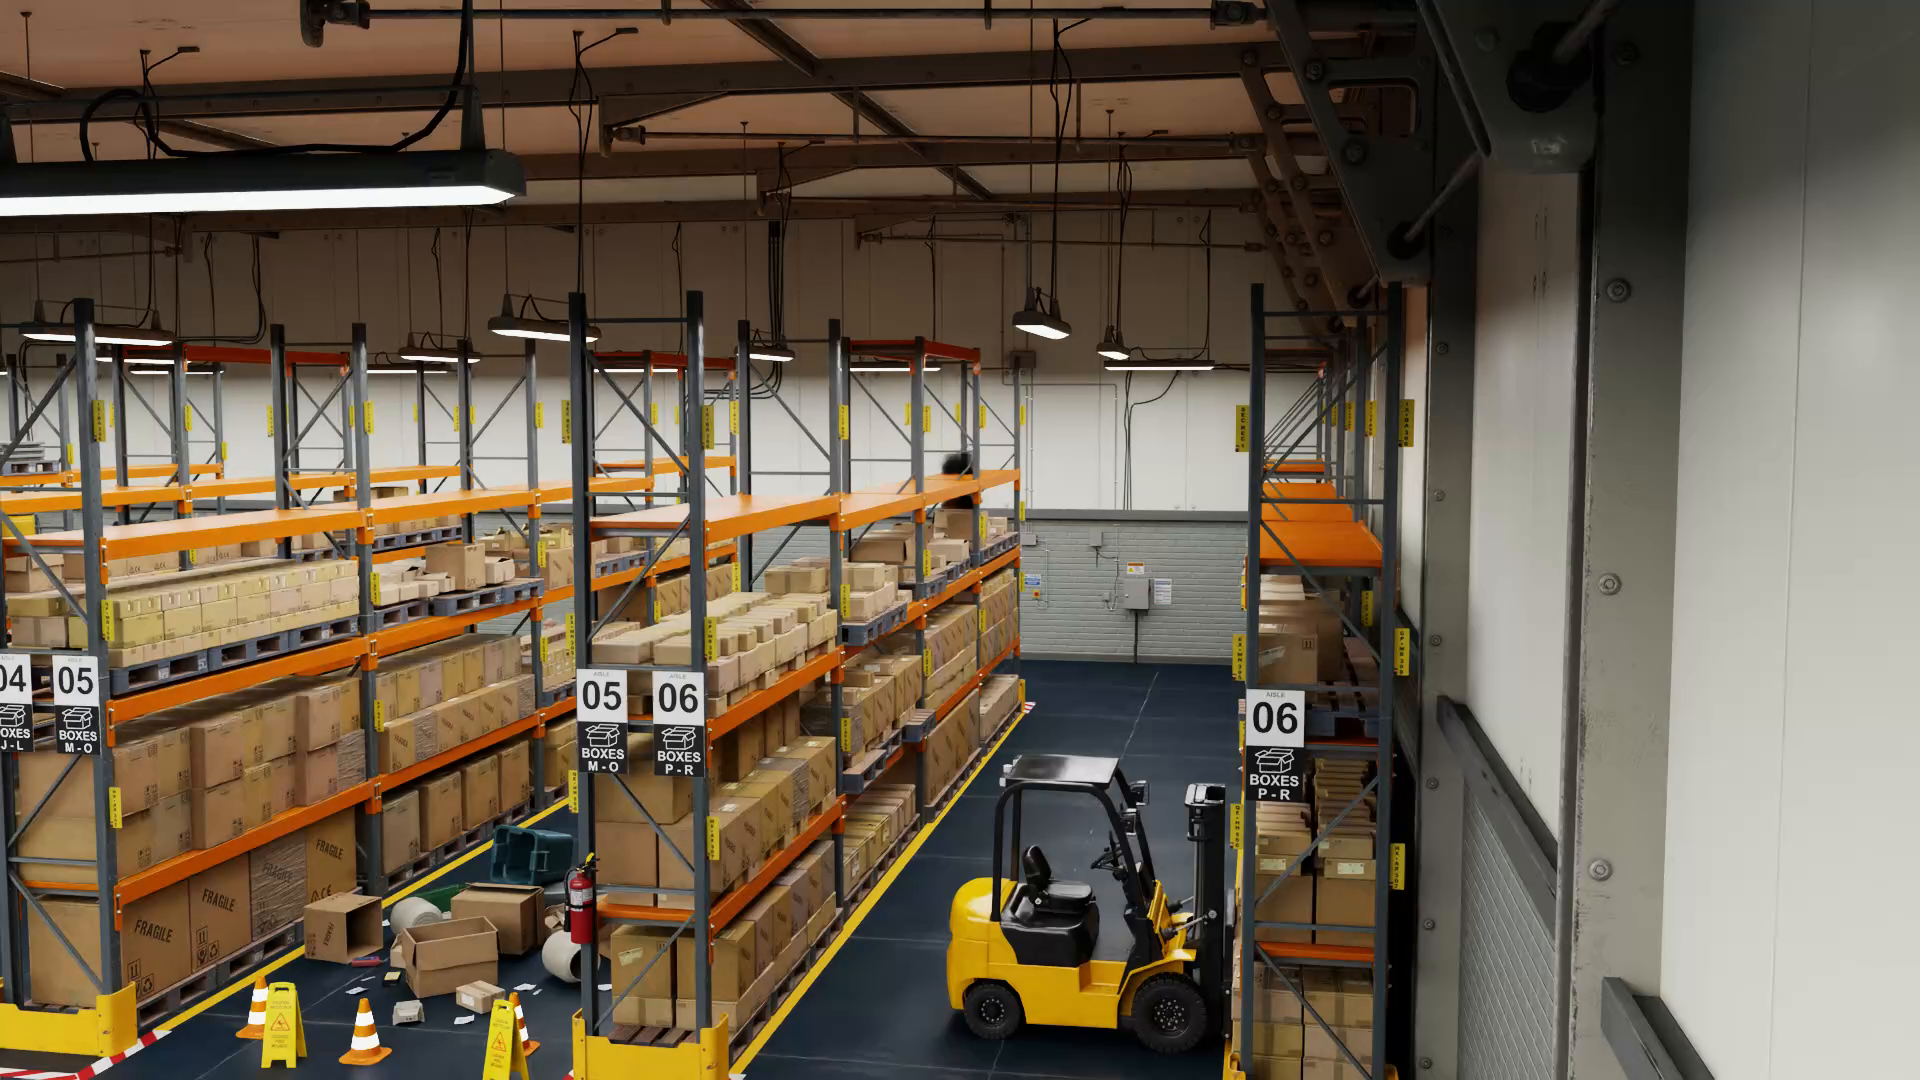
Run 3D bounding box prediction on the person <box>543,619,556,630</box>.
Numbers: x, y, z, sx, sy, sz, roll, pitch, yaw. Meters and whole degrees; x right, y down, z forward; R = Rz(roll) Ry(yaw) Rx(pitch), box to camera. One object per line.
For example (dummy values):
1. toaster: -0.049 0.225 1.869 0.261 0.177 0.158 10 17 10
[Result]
1. person: -6.552 2.140 26.970 0.722 1.761 0.710 2 5 19
